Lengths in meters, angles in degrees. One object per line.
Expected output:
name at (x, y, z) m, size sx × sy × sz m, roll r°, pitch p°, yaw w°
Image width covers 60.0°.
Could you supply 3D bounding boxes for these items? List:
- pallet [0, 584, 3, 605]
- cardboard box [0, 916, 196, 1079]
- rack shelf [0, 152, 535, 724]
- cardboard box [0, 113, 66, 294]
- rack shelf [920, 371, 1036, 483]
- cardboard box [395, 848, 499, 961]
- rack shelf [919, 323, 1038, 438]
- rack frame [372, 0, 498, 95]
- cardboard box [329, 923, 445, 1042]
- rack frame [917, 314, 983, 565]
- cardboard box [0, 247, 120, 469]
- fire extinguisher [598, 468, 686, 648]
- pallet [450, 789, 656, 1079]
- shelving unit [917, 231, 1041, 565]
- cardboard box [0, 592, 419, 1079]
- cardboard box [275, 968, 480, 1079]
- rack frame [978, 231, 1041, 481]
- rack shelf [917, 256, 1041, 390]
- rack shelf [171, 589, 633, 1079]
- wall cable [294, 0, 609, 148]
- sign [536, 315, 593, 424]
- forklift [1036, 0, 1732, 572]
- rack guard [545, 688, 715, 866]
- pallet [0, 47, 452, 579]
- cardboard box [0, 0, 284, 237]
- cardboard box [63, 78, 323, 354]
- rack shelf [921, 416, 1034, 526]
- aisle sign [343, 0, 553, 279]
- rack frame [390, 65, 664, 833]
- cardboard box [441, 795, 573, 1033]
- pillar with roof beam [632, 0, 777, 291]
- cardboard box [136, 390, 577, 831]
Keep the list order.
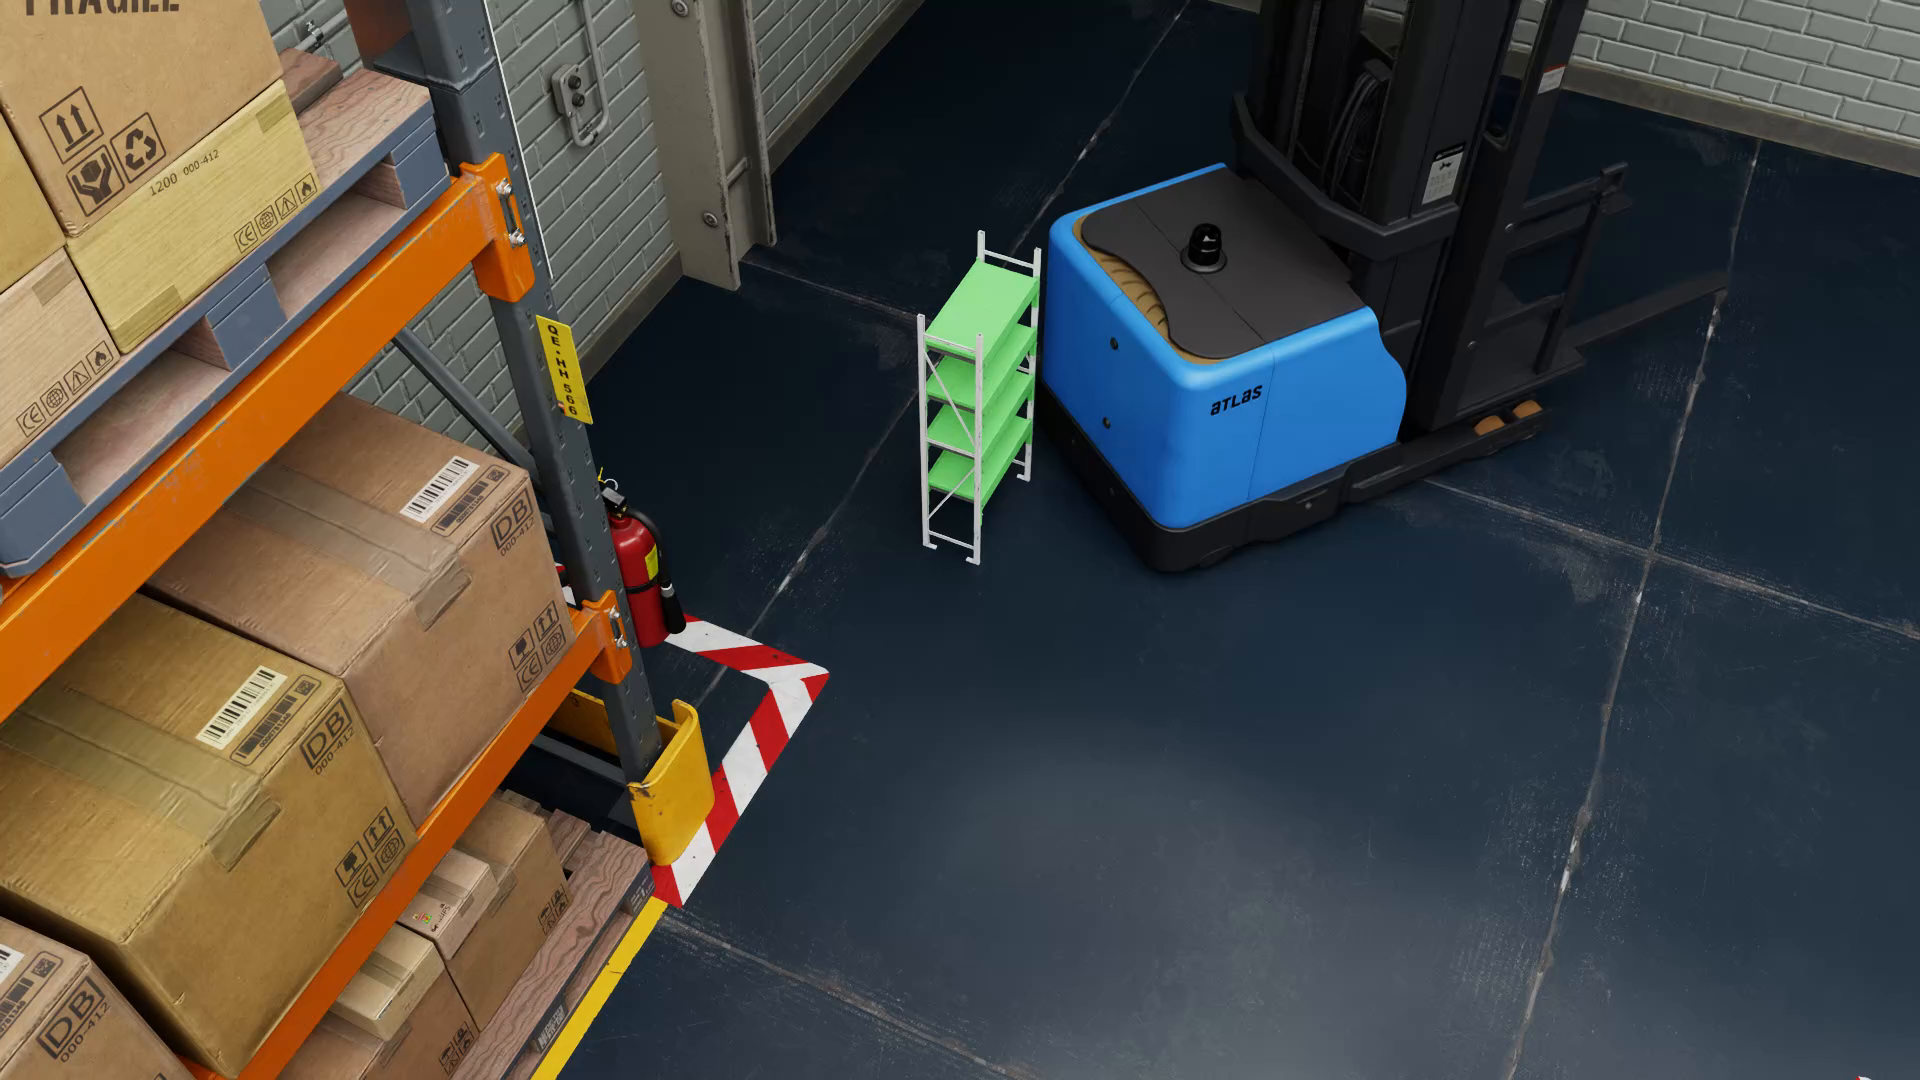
pallet at (-2.272, 0.270, 2.454) m, size 1.003 × 0.211 × 1.213 m, roll 20°, pitch 52°, yaw 16°
cardboard box at (-2.288, 1.140, 3.428) m, size 0.980 × 0.700 × 0.700 m, roll 18°, pitch 52°, yaw 14°
rack shelf at (-2.299, 0.495, 2.677) m, size 1.077 × 0.370 × 4.000 m, roll 20°, pitch 52°, yaw 16°
cardboard box at (-1.734, -0.545, 2.354) m, size 0.500 × 0.500 × 0.500 m, roll 21°, pitch 53°, yaw 17°
rack shelf at (0.071, -0.461, 6.254) m, size 0.258 × 0.148 × 0.480 m, roll 20°, pitch 52°, yaw 16°
cardboard box at (-1.543, 0.982, 4.699) m, size 0.380 × 0.149 × 0.250 m, roll 19°, pitch 52°, yaw 16°
rack shelf at (0.071, -0.617, 6.071) m, size 0.258 × 0.148 × 0.480 m, roll 20°, pitch 52°, yaw 16°
rack frame at (-1.444, -2.088, 2.433) m, size 1.000 × 3.000 × 0.127 m, roll 20°, pitch 52°, yaw 16°
cardboard box at (-1.651, 1.159, 4.549) m, size 0.380 × 0.149 × 0.250 m, roll 21°, pitch 53°, yaw 17°
rack frame at (-0.034, -0.335, 6.062) m, size 0.240 × 1.200 × 0.015 m, roll 20°, pitch 52°, yaw 16°
cardboard box at (-1.738, -0.286, 2.627) m, size 0.500 × 0.250 × 0.500 m, roll 18°, pitch 52°, yaw 15°
fire extinguisher at (-0.962, 0.049, 4.850) m, size 0.296 × 0.674 × 0.183 m, roll 20°, pitch 52°, yaw 16°
pallet at (-1.715, 1.336, 5.290) m, size 1.003 × 0.211 × 1.213 m, roll 20°, pitch 52°, yaw 16°
shelving unit at (0.071, -0.503, 6.205) m, size 0.258 × 1.200 × 0.503 m, roll 20°, pitch 52°, yaw 16°
cardboard box at (-1.954, 0.618, 3.873) m, size 0.980 × 0.700 × 0.700 m, roll 19°, pitch 52°, yaw 16°
cardboard box at (-1.867, 1.390, 4.779) m, size 0.700 × 0.500 × 0.500 m, roll 20°, pitch 52°, yaw 16°
rack frame at (0.175, -0.671, 6.348) m, size 0.240 × 1.200 × 0.015 m, roll 20°, pitch 52°, yaw 16°
rack shelf at (0.071, -0.772, 5.888) m, size 0.258 × 0.148 × 0.480 m, roll 20°, pitch 52°, yaw 16°
rack shelf at (-2.299, 1.467, 3.820) m, size 1.077 × 0.370 × 4.000 m, roll 20°, pitch 52°, yaw 16°
wall cable at (-1.752, -1.662, 5.343) m, size 0.084 × 1.984 × 1.851 m, roll 20°, pitch 52°, yaw 16°
sign at (-0.959, -0.409, 4.028) m, size 0.100 × 0.325 × 0.005 m, roll 20°, pitch 52°, yaw 16°
forklift at (1.865, -1.636, 6.032) m, size 3.031 × 2.935 × 1.130 m, roll -22°, pitch 53°, yaw -17°
rack guard at (-1.434, 0.650, 5.684) m, size 1.175 × 0.500 × 0.348 m, roll 20°, pitch 52°, yaw 16°
pallet at (-1.752, -0.573, 3.172) m, size 1.003 × 0.211 × 1.213 m, roll 20°, pitch 52°, yaw 16°
cardboard box at (-1.510, -0.886, 2.644) m, size 0.500 × 0.500 × 0.500 m, roll 20°, pitch 52°, yaw 16°
cardboard box at (-1.517, -0.645, 2.932) m, size 0.500 × 0.250 × 0.500 m, roll 21°, pitch 53°, yaw 17°
rack shelf at (0.071, -0.306, 6.437) m, size 0.258 × 0.148 × 0.480 m, roll 20°, pitch 52°, yaw 16°
aisle sign at (-1.142, -0.938, 3.687) m, size 0.394 × 0.787 × 0.004 m, roll 20°, pitch 52°, yaw 16°
rack frame at (-1.444, -0.144, 4.718) m, size 1.000 × 3.000 × 0.127 m, roll 20°, pitch 52°, yaw 16°
cardboard box at (-1.653, 1.045, 5.072) m, size 0.700 × 0.500 × 0.500 m, roll 20°, pitch 52°, yaw 16°
pillar with roof beam at (2.820, -2.828, 3.063) m, size 9.100 × 9.000 × 0.400 m, roll 20°, pitch 52°, yaw 16°
cardboard box at (-1.653, 0.114, 4.302) m, size 0.980 × 0.700 × 0.700 m, roll 22°, pitch 53°, yaw 18°
